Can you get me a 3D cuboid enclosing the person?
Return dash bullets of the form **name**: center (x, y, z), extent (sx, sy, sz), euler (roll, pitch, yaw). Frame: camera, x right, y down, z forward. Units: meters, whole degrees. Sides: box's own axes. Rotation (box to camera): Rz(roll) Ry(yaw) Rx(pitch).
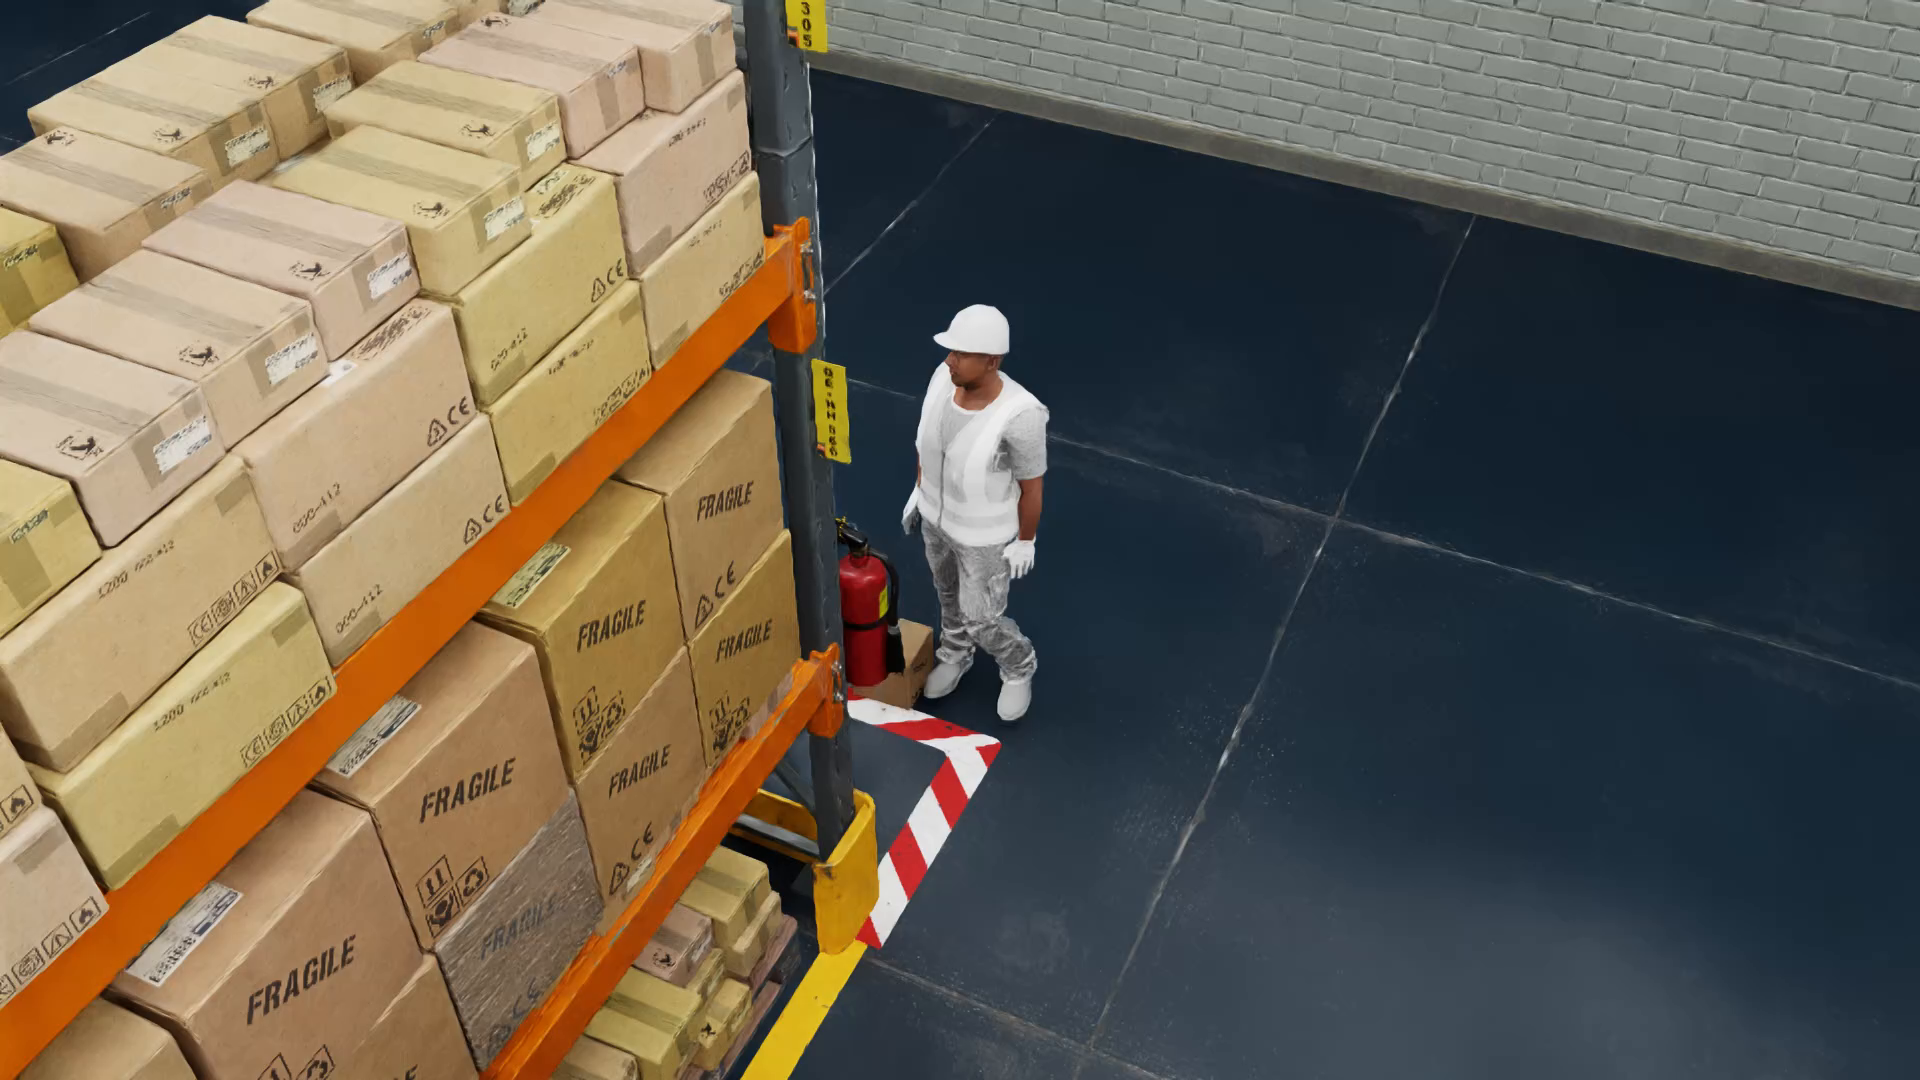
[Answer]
- **person**: center (0.048, -0.078, 6.206), extent (0.400, 1.786, 0.585), euler (-32, 51, -31)
